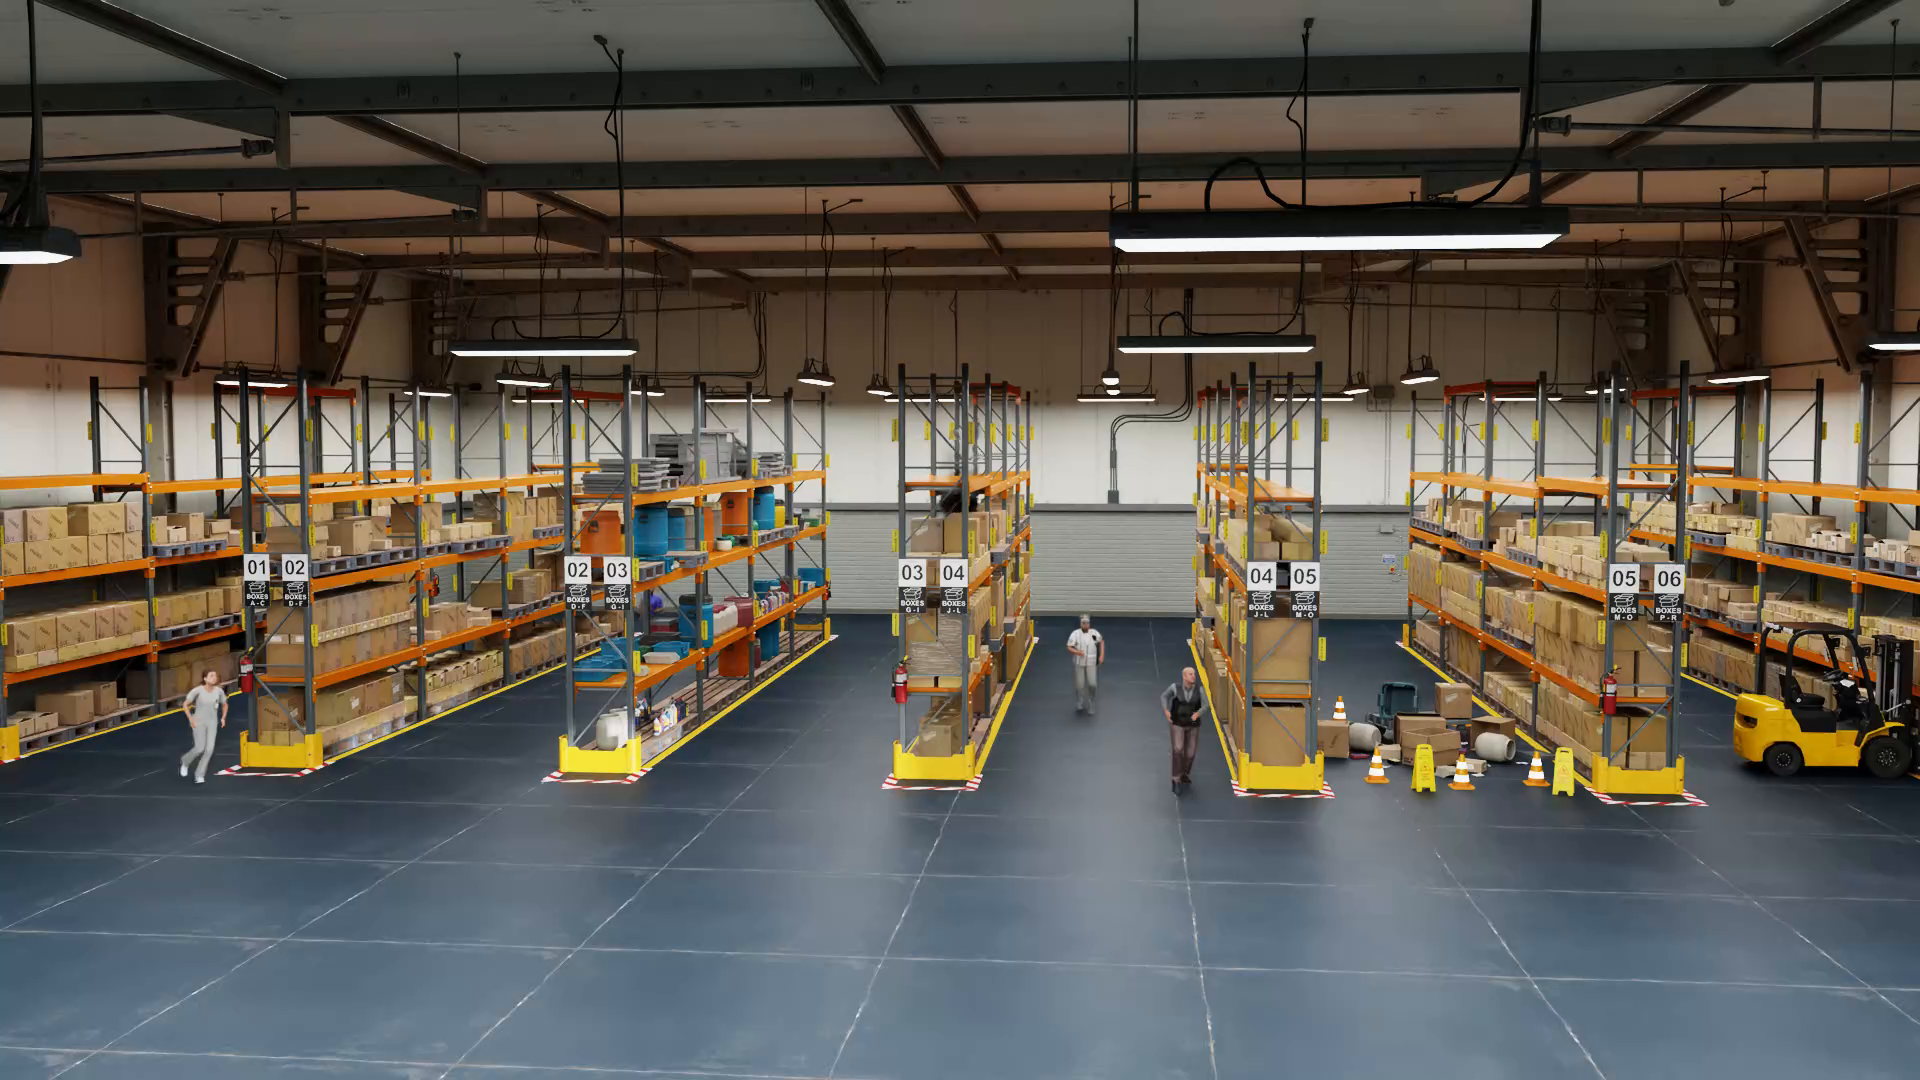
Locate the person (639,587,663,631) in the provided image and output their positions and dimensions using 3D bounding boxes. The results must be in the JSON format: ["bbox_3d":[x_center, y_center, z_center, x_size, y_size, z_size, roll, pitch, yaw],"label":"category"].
[{"bbox_3d":[-6.835,1.805,36.775,0.576,1.626,0.893,0,4,-2],"label":"person"}]

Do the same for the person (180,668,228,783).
[{"bbox_3d":[-10.881,2.654,24.003,0.578,1.616,0.618,3,5,42],"label":"person"}]

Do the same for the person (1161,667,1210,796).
[{"bbox_3d":[3.176,2.656,23.349,0.656,1.761,0.790,0,4,-3],"label":"person"}]

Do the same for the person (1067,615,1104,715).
[{"bbox_3d":[2.247,2.242,29.638,0.686,1.851,0.746,0,4,-3],"label":"person"}]
